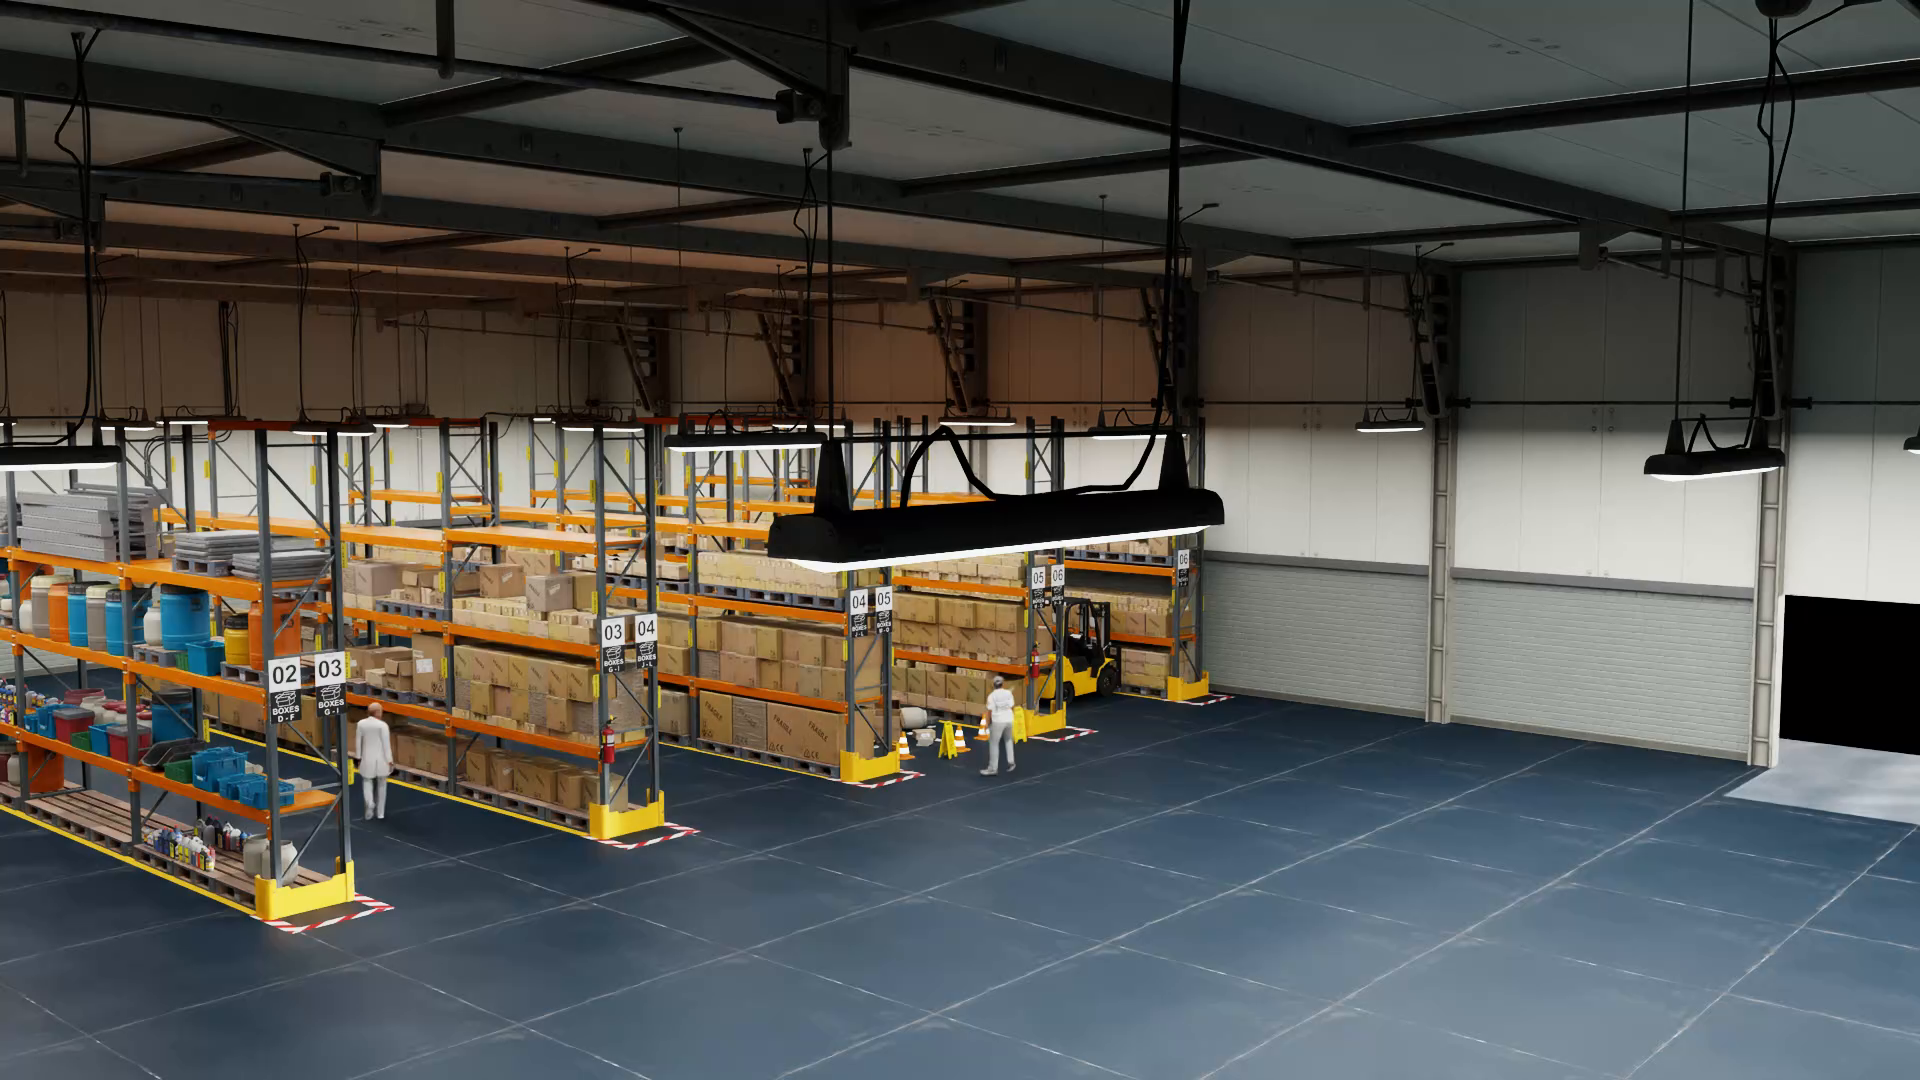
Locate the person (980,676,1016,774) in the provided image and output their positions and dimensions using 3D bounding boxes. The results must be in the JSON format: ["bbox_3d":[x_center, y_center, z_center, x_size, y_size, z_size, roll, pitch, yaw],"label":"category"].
[{"bbox_3d":[0.678,3.143,28.324,0.626,1.673,0.425,-3,5,-30],"label":"person"}]

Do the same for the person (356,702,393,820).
[{"bbox_3d":[-8.855,3.386,25.135,0.547,1.680,0.601,-1,5,-15],"label":"person"}]
